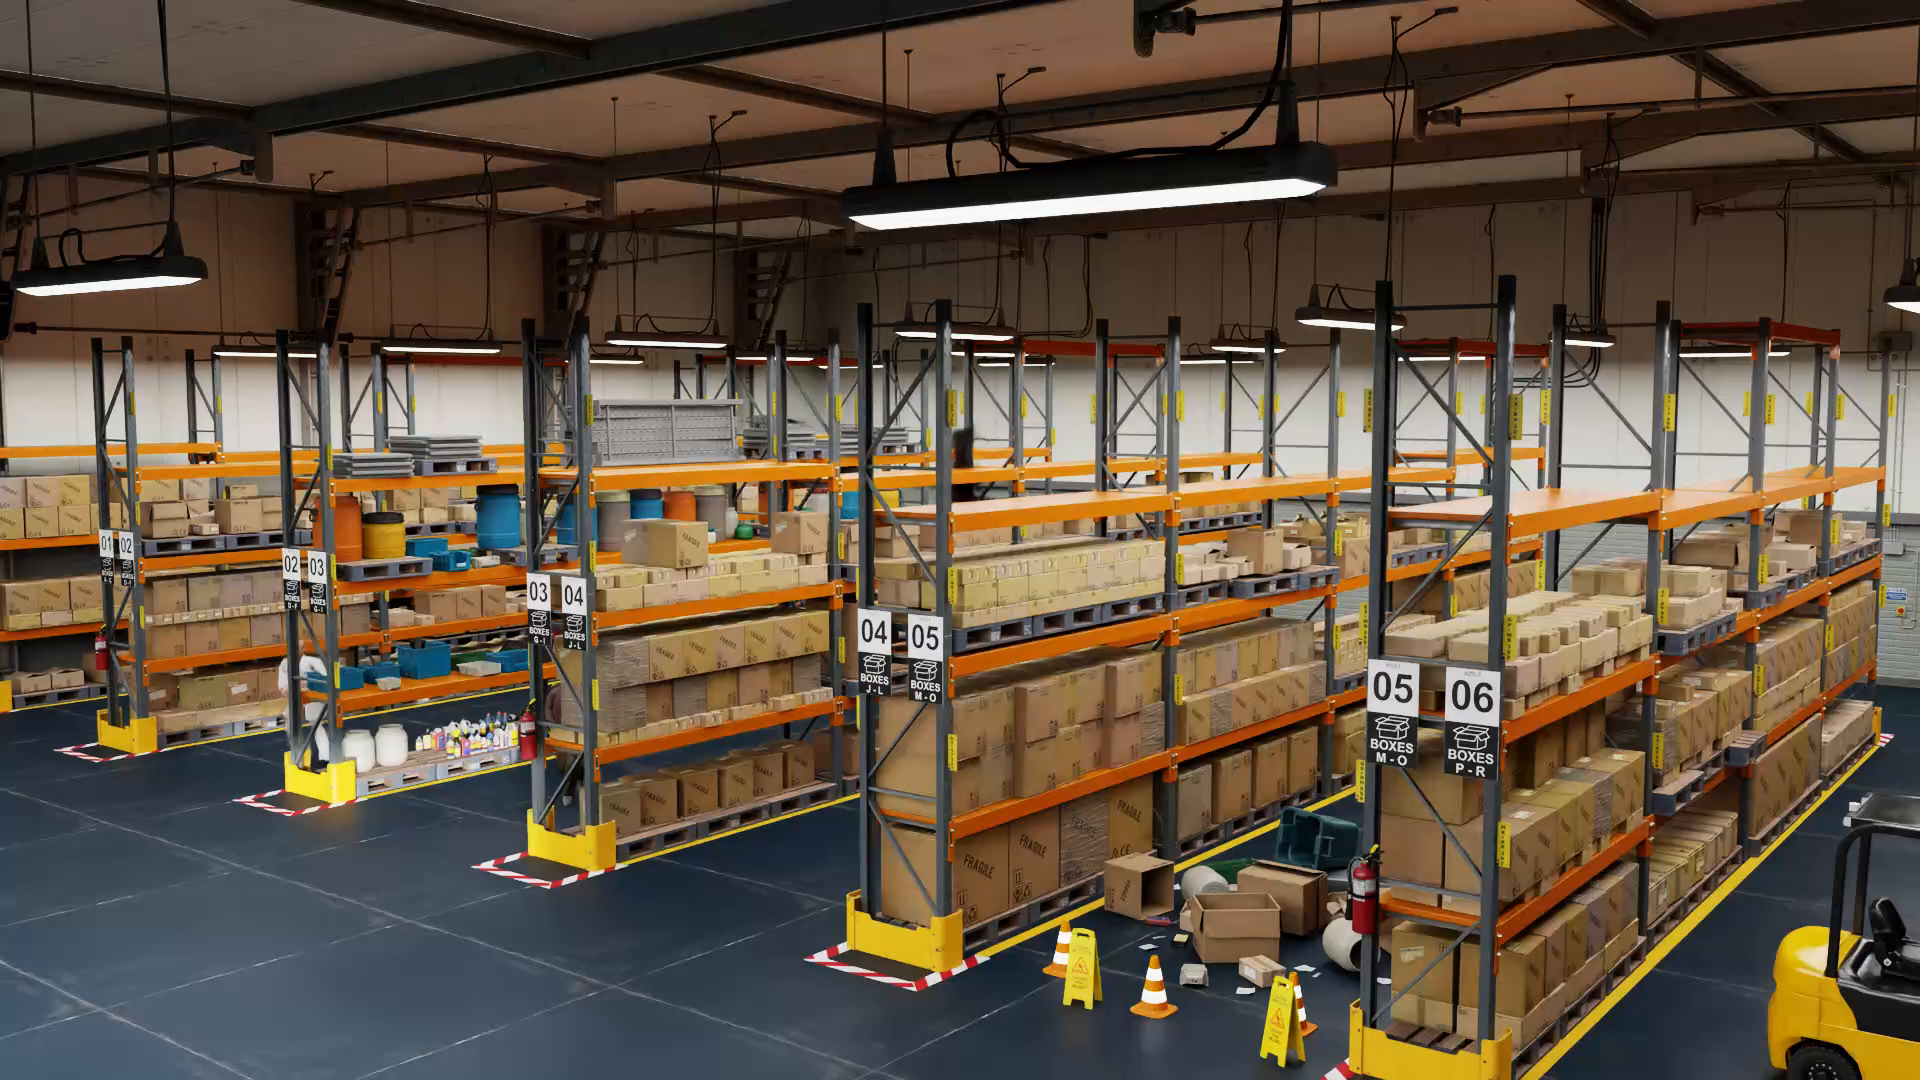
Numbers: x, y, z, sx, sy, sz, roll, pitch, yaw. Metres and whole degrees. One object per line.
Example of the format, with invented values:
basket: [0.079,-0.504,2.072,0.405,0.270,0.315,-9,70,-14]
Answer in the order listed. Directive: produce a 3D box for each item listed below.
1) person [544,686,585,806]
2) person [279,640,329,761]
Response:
person: [-4.917,2.475,21.165,0.707,1.731,0.649,1,5,10]
person: [-9.141,2.295,23.098,0.823,1.847,0.767,1,5,9]
